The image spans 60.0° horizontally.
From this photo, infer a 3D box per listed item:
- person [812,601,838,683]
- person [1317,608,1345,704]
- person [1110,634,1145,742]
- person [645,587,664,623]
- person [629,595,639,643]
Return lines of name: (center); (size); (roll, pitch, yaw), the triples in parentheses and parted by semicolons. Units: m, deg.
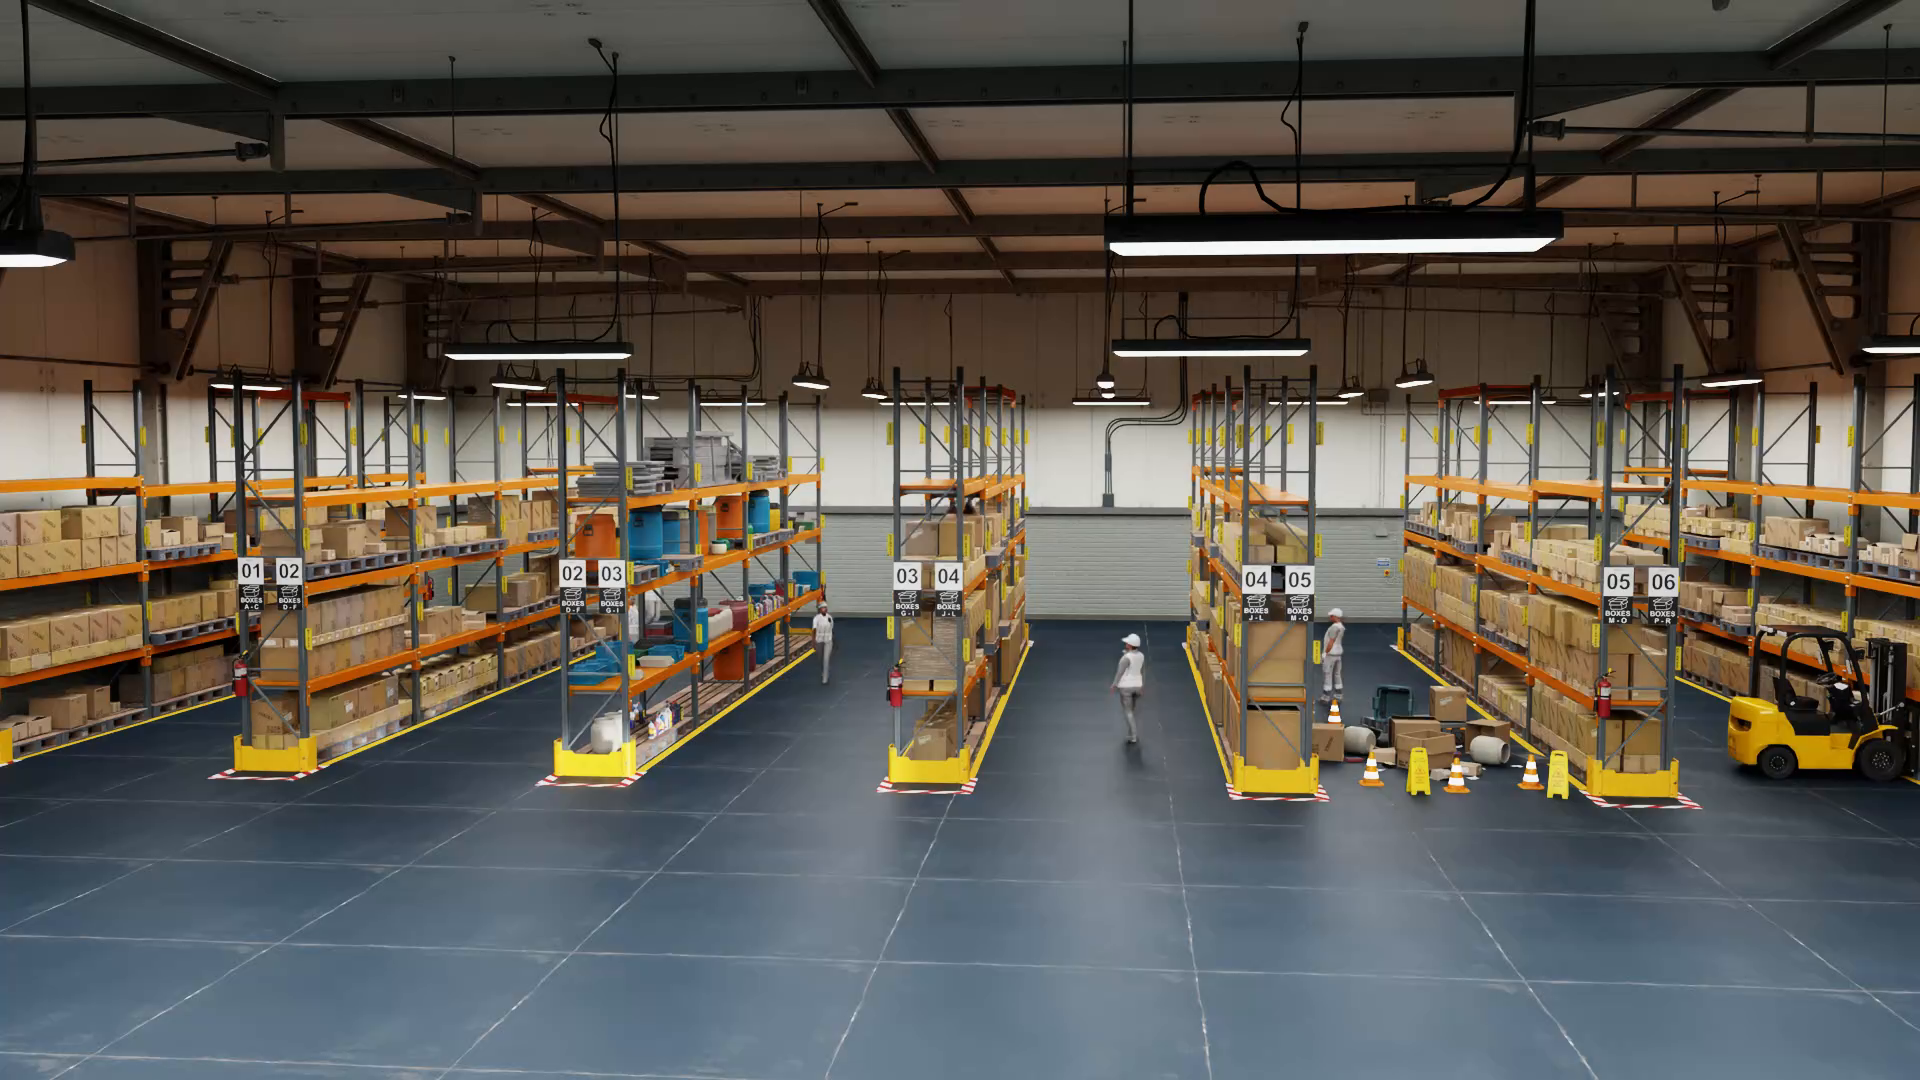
person: (-2.758, 2.064, 33.910); (0.471, 1.653, 0.928); (1, 4, 9)
person: (6.957, 2.178, 31.190); (0.459, 1.791, 0.656); (3, 5, 44)
person: (2.775, 2.451, 27.271); (0.564, 1.837, 0.550); (-2, 4, -35)
person: (-7.700, 1.554, 41.897); (0.498, 1.667, 0.446); (-3, 5, -42)
person: (-6.824, 1.985, 34.706); (0.451, 1.817, 0.567); (0, 4, 5)
